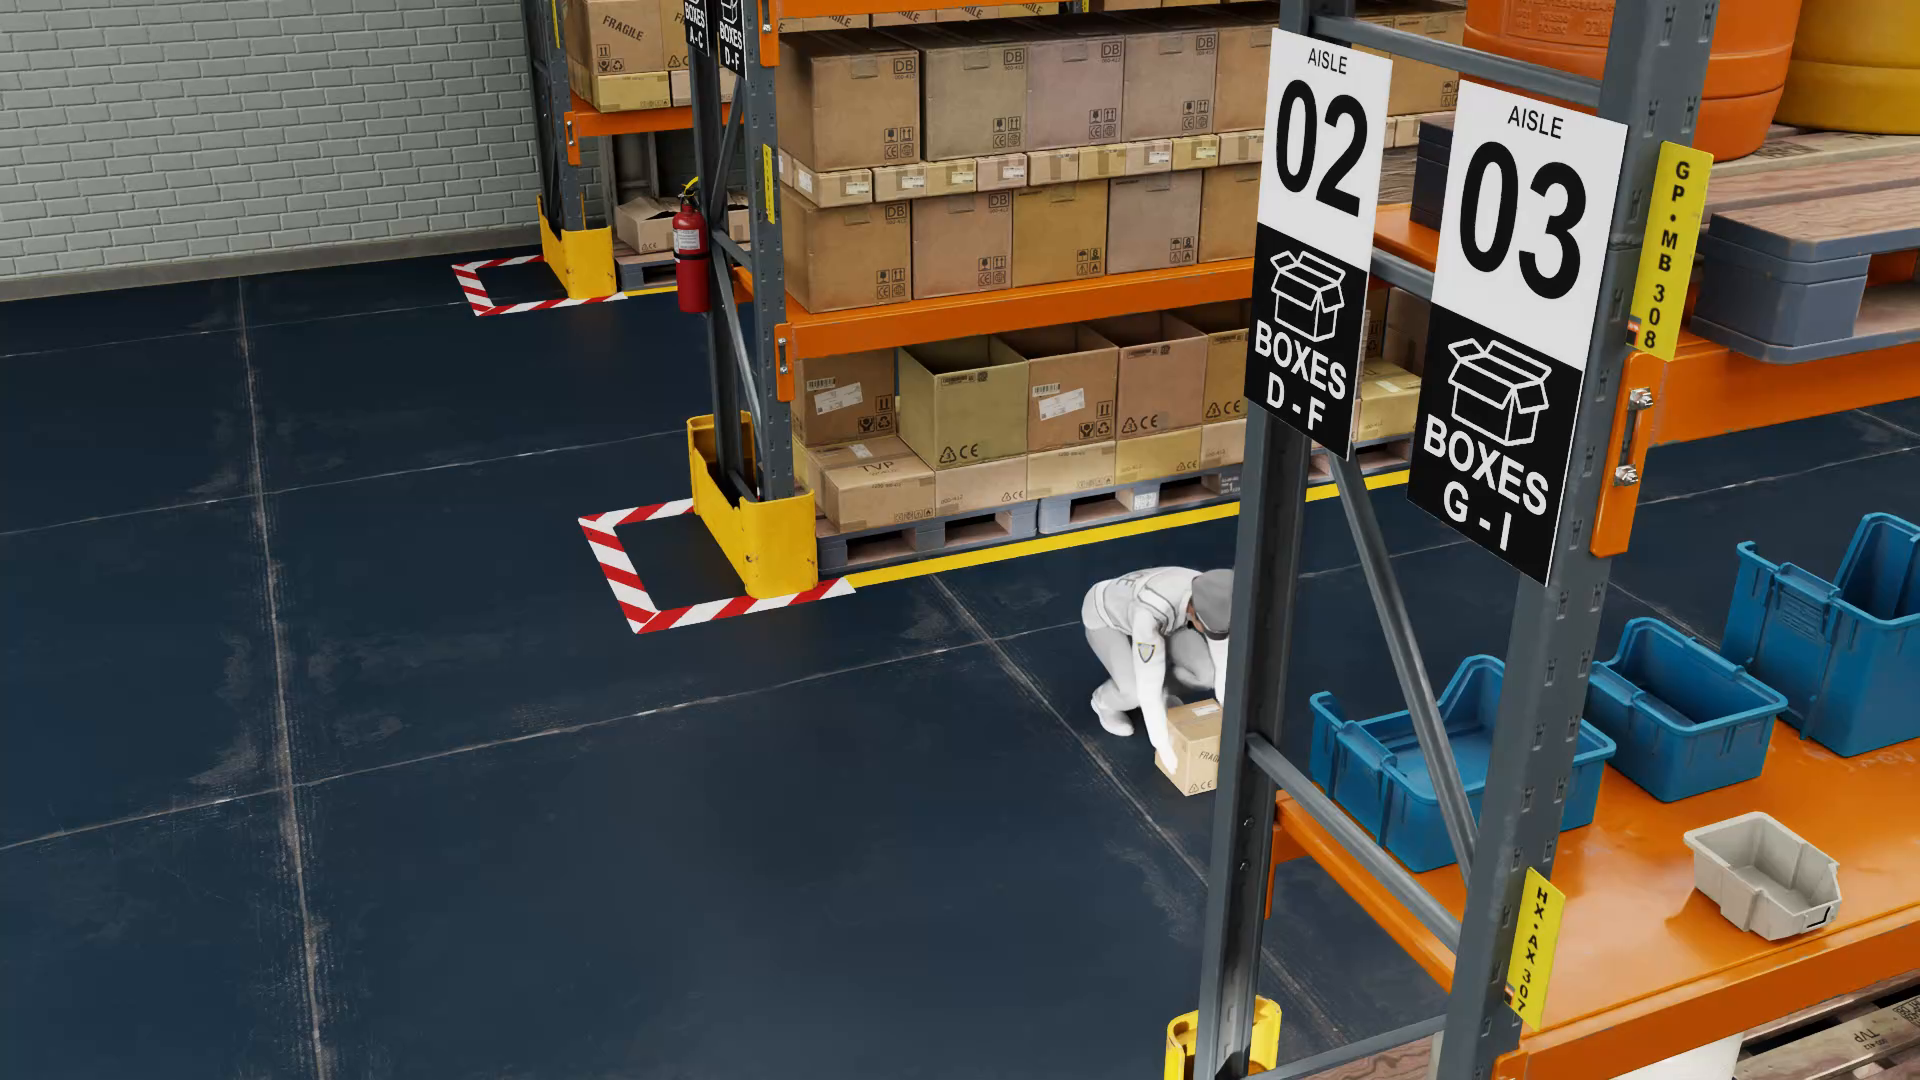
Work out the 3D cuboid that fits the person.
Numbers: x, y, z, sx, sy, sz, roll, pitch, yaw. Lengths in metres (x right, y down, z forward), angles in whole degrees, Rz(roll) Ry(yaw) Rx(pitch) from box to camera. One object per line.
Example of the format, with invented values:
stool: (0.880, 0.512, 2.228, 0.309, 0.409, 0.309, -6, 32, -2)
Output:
person: (0.822, 0.411, 6.693, 0.484, 0.866, 0.858, -11, 28, -20)
